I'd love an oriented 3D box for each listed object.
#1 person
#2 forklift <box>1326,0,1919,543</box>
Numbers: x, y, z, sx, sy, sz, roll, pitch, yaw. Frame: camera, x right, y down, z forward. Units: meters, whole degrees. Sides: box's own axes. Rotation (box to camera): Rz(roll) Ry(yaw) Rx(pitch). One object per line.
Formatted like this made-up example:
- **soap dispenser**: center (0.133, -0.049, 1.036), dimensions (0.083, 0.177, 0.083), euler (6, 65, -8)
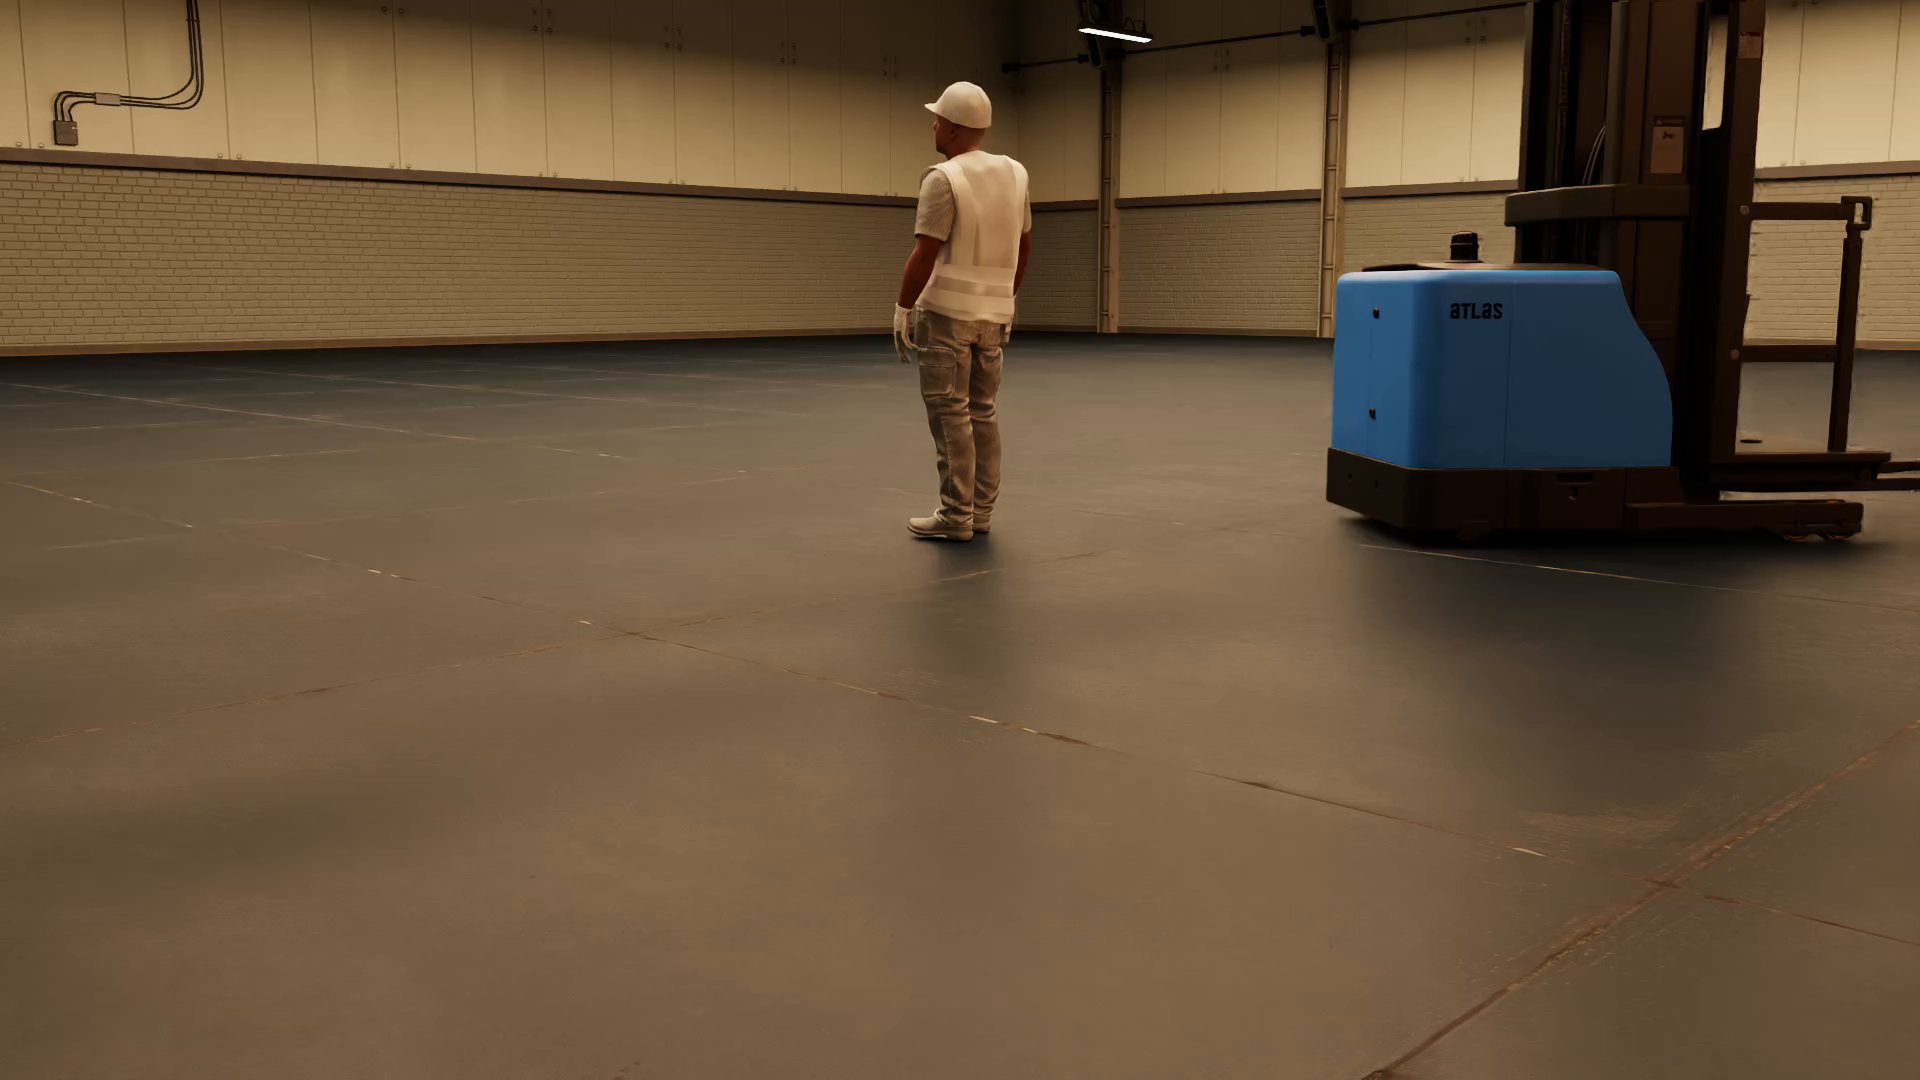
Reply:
- **person**: center (-0.046, -0.897, 6.639), dimensions (0.577, 1.781, 0.656), euler (8, 12, 43)
- **forklift**: center (3.184, -1.516, 6.942), dimensions (3.031, 2.935, 1.130), euler (-1, 9, -7)
